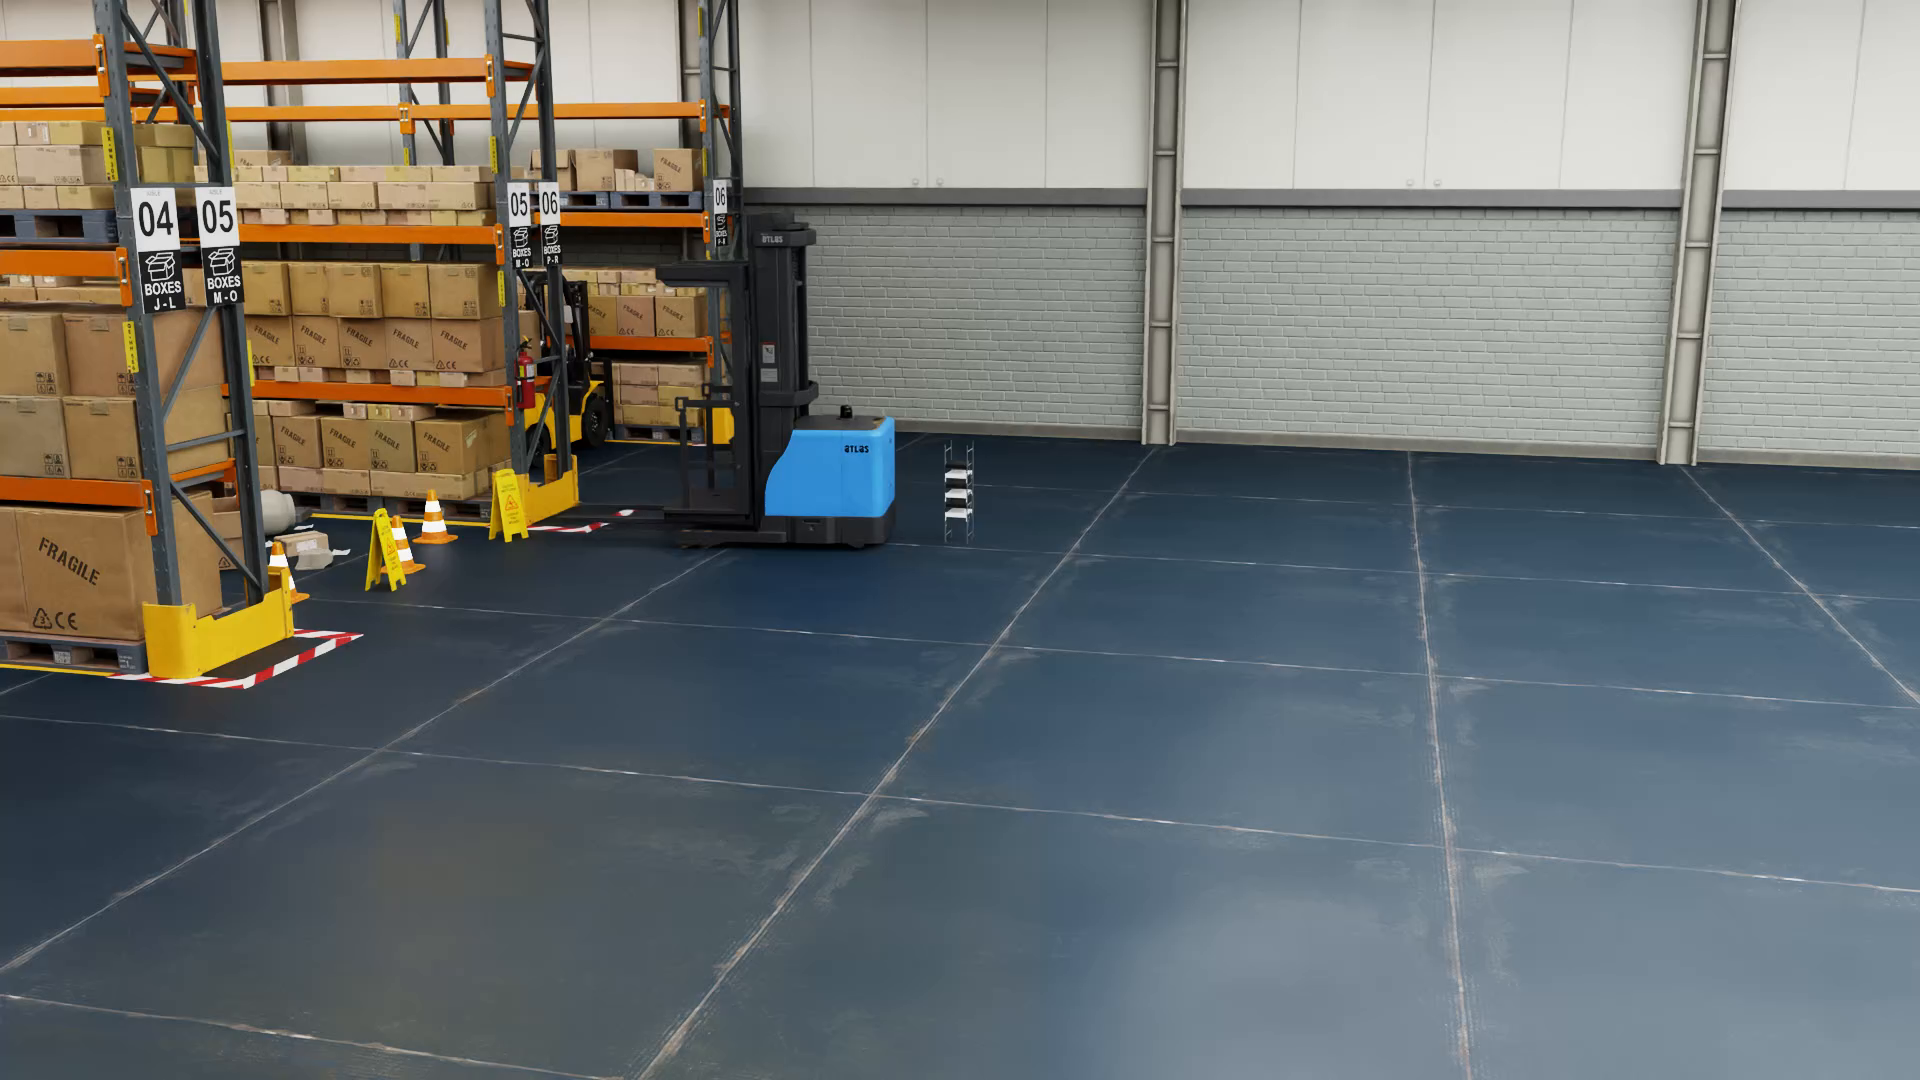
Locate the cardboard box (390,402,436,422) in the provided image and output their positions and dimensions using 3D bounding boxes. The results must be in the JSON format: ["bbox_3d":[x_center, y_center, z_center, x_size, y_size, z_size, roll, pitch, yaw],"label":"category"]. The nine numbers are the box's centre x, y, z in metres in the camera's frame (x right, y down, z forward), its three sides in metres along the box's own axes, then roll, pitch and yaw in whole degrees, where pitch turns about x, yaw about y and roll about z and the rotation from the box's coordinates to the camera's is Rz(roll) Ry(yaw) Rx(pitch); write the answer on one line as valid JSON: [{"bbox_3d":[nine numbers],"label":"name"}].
[{"bbox_3d":[-5.293,-1.251,16.096,0.250,0.149,0.380,3,13,15],"label":"cardboard box"}]

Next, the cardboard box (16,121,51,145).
[{"bbox_3d":[-5.818,-2.612,10.694,0.250,0.149,0.380,3,13,14],"label":"cardboard box"}]

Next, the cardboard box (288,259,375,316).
[{"bbox_3d":[-6.089,-2.464,16.190,0.500,0.500,0.700,3,13,13],"label":"cardboard box"}]

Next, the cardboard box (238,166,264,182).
[{"bbox_3d":[-6.721,-3.523,16.001,0.250,0.149,0.380,3,13,12],"label":"cardboard box"}]

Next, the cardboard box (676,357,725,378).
[{"bbox_3d":[-3.316,-2.173,21.174,0.500,0.250,0.500,3,13,13],"label":"cardboard box"}]

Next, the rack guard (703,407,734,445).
[{"bbox_3d":[-2.871,-1.536,21.004,0.348,0.500,1.175,3,13,14],"label":"rack guard"}]

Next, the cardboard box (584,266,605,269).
[{"bbox_3d":[-4.664,-3.417,21.295,0.250,0.149,0.380,3,13,14],"label":"cardboard box"}]

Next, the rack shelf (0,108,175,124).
[{"bbox_3d":[-12.603,-5.659,22.549,4.000,0.370,1.077,3,13,14],"label":"rack shelf"}]

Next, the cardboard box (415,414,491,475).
[{"bbox_3d":[-4.920,-0.929,16.144,0.500,0.500,0.500,3,13,14],"label":"cardboard box"}]

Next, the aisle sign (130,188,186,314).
[{"bbox_3d":[-5.171,-1.870,10.735,0.004,0.787,0.394,3,13,14],"label":"aisle sign"}]

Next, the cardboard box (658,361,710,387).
[{"bbox_3d":[-3.416,-2.067,20.695,0.500,0.250,0.500,4,13,15],"label":"cardboard box"}]

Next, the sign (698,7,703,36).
[{"bbox_3d":[-3.038,-6.068,19.468,0.005,0.325,0.100,3,13,14],"label":"sign"}]

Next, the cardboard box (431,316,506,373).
[{"bbox_3d":[-4.673,-1.878,15.856,0.500,0.500,0.500,3,13,13],"label":"cardboard box"}]

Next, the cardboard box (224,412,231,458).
[{"bbox_3d":[-7.455,-1.063,16.746,0.500,0.500,0.500,4,13,16],"label":"cardboard box"}]

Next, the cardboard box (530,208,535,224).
[{"bbox_3d":[-4.324,-3.141,16.120,0.250,0.149,0.380,3,13,14],"label":"cardboard box"}]

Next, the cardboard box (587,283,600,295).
[{"bbox_3d":[-4.549,-3.144,20.750,0.250,0.149,0.380,3,13,14],"label":"cardboard box"}]

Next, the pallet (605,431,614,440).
[{"bbox_3d":[-4.828,-1.491,21.467,1.213,0.211,1.003,3,13,14],"label":"pallet"}]

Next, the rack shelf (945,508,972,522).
[{"bbox_3d":[-0.008,-0.231,15.184,0.200,0.077,0.258,3,13,14],"label":"rack shelf"}]

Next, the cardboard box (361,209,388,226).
[{"bbox_3d":[-5.476,-3.072,15.811,0.250,0.149,0.380,3,13,13],"label":"cardboard box"}]

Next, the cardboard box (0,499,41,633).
[{"bbox_3d":[-6.697,0.098,11.802,0.875,0.875,0.875,3,13,13],"label":"cardboard box"}]

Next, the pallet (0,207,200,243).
[{"bbox_3d":[-5.891,-2.125,11.166,1.213,0.211,1.003,3,13,14],"label":"pallet"}]

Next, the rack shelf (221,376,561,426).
[{"bbox_3d":[-6.022,-1.466,16.579,4.000,0.370,1.077,3,13,14],"label":"rack shelf"}]

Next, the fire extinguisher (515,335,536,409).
[{"bbox_3d":[-4.079,-1.573,15.578,0.183,0.674,0.296,3,13,14],"label":"fire extinguisher"}]

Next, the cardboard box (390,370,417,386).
[{"bbox_3d":[-5.268,-1.580,16.011,0.250,0.149,0.380,3,13,15],"label":"cardboard box"}]

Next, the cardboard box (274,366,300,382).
[{"bbox_3d":[-6.495,-1.647,16.310,0.250,0.149,0.380,3,13,14],"label":"cardboard box"}]

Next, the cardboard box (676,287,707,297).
[{"bbox_3d":[-3.298,-3.082,20.473,0.250,0.149,0.380,3,13,14],"label":"cardboard box"}]

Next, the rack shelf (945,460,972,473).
[{"bbox_3d":[-0.008,-0.671,15.087,0.200,0.077,0.258,3,13,14],"label":"rack shelf"}]

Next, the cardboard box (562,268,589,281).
[{"bbox_3d":[-4.783,-3.321,20.862,0.250,0.149,0.380,3,13,14],"label":"cardboard box"}]

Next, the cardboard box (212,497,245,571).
[{"bbox_3d":[-6.392,-0.054,14.314,0.637,0.503,0.797,-6,14,-25],"label":"cardboard box"}]

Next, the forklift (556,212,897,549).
[{"bbox_3d":[-2.141,-1.466,15.072,3.031,2.935,1.130,1,13,5],"label":"forklift"}]

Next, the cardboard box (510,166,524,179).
[{"bbox_3d":[-4.376,-3.506,15.925,0.250,0.149,0.380,3,13,13],"label":"cardboard box"}]

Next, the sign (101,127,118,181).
[{"bbox_3d":[-5.311,-2.412,10.394,0.005,0.325,0.100,3,13,14],"label":"sign"}]

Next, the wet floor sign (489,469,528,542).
[{"bbox_3d":[-4.152,-0.330,15.229,0.232,0.644,0.267,8,15,33],"label":"wet floor sign"}]

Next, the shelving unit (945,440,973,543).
[{"bbox_3d":[-0.008,-0.440,15.138,0.210,0.900,0.258,3,13,14],"label":"shelving unit"}]

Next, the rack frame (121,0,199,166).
[{"bbox_3d":[-7.964,-4.850,16.319,0.127,3.000,1.000,3,13,14],"label":"rack frame"}]

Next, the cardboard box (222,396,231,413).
[{"bbox_3d":[-7.348,-1.360,16.589,0.250,0.149,0.380,3,13,14],"label":"cardboard box"}]

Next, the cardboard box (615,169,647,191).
[{"bbox_3d":[-4.018,-4.403,20.337,0.258,0.266,0.396,3,13,14],"label":"cardboard box"}]

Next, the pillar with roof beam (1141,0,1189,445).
[{"bbox_3d":[1.439,-4.696,15.622,0.400,9.000,9.100,3,13,14],"label":"pillar with roof beam"}]

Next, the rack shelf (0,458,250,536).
[{"bbox_3d":[-7.110,-0.420,11.863,4.000,0.370,1.077,3,13,14],"label":"rack shelf"}]

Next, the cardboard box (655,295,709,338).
[{"bbox_3d":[-3.435,-2.777,20.594,0.500,0.500,0.500,3,13,12],"label":"cardboard box"}]

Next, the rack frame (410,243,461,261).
[{"bbox_3d":[-6.778,-2.965,21.674,0.127,3.000,1.000,3,13,14],"label":"rack frame"}]

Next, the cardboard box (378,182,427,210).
[{"bbox_3d":[-5.126,-3.249,15.688,0.500,0.250,0.500,3,13,13],"label":"cardboard box"}]

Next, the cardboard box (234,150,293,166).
[{"bbox_3d":[-9.028,-4.798,21.579,0.500,0.500,0.500,3,13,15],"label":"cardboard box"}]

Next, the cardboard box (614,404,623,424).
[{"bbox_3d":[-4.390,-1.634,21.052,0.500,0.250,0.500,3,13,14],"label":"cardboard box"}]

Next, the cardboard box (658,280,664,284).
[{"bbox_3d":[-3.540,-3.249,20.537,0.250,0.149,0.380,3,13,14],"label":"cardboard box"}]

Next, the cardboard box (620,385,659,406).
[{"bbox_3d":[-3.926,-1.852,20.882,0.500,0.250,0.500,3,13,13],"label":"cardboard box"}]

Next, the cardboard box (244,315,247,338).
[{"bbox_3d":[-7.110,-2.013,16.463,0.500,0.500,0.500,3,13,13],"label":"cardboard box"}]

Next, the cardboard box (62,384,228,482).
[{"bbox_3d":[-5.539,-0.751,11.345,0.550,0.550,0.875,3,13,14],"label":"cardboard box"}]

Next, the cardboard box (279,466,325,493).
[{"bbox_3d":[-6.419,-0.644,16.591,0.500,0.250,0.500,3,13,13],"label":"cardboard box"}]

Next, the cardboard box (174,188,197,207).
[{"bbox_3d":[-5.424,-2.348,11.348,0.250,0.149,0.380,3,13,14],"label":"cardboard box"}]

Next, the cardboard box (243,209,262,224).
[{"bbox_3d":[-6.721,-3.143,16.129,0.250,0.149,0.380,3,13,12],"label":"cardboard box"}]

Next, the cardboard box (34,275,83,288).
[{"bbox_3d":[-9.138,-2.647,16.852,0.250,0.149,0.380,3,13,12],"label":"cardboard box"}]

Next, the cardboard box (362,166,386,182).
[{"bbox_3d":[-5.442,-3.469,15.759,0.250,0.149,0.380,3,13,14],"label":"cardboard box"}]
